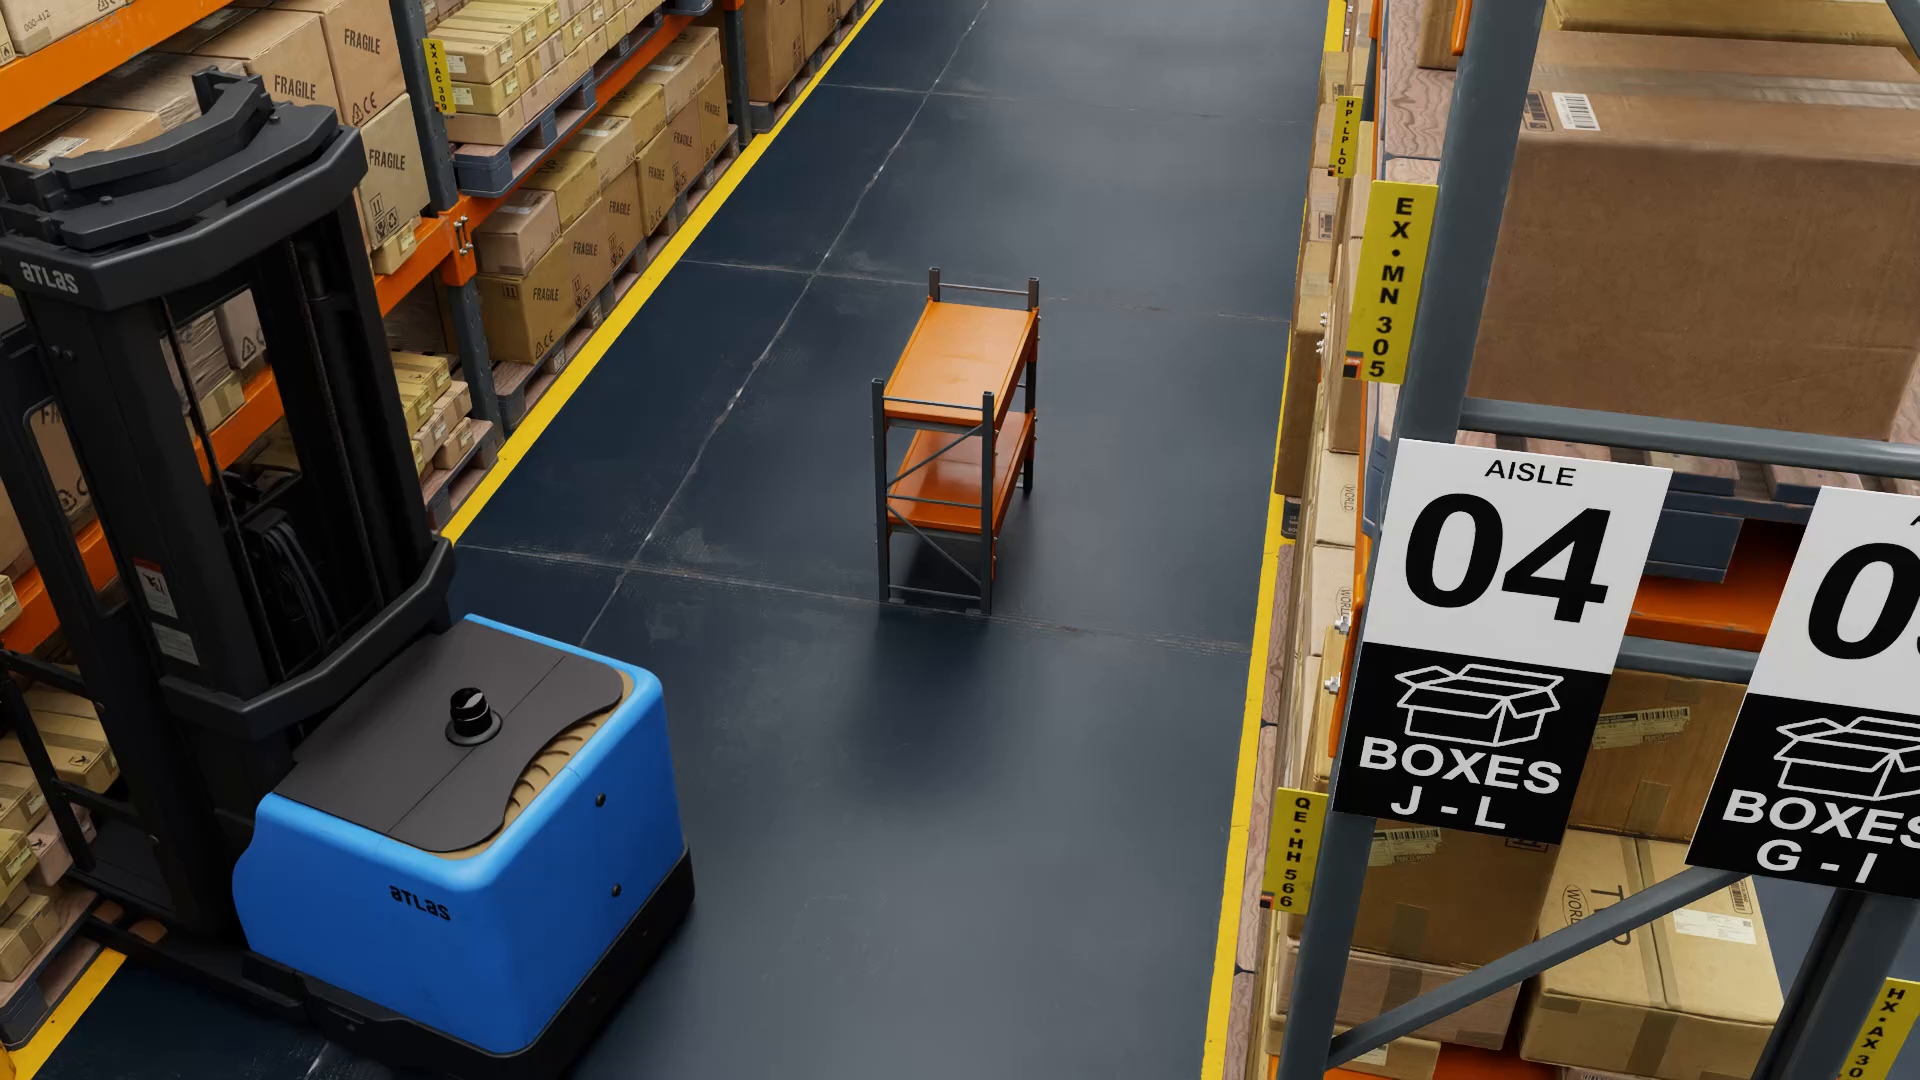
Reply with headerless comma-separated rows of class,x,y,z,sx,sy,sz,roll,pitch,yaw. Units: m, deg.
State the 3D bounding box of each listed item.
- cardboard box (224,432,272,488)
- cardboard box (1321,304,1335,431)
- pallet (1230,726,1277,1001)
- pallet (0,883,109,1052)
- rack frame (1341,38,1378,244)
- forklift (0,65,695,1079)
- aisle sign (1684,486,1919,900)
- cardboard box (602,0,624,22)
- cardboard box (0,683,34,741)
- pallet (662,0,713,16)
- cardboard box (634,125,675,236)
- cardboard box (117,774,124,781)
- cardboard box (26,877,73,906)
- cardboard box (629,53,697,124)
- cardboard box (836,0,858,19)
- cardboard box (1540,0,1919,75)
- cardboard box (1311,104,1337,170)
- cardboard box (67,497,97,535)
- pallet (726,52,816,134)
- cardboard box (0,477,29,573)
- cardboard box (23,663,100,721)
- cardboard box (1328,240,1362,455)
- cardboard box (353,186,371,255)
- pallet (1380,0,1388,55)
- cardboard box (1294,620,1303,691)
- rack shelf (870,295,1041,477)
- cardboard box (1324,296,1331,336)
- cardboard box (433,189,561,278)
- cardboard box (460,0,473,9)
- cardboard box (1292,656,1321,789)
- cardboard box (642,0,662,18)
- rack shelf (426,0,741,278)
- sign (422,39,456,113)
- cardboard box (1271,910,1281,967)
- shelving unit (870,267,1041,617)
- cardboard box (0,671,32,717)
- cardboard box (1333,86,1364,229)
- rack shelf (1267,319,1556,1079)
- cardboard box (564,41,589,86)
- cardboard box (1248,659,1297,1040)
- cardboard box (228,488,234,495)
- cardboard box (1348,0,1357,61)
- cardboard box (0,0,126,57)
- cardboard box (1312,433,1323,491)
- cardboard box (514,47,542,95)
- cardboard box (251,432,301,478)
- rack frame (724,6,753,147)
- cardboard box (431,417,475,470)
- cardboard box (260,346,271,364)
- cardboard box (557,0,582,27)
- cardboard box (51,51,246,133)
cardboard box,-3.235,-0.364,7.261,0.380,0.149,0.250,6,36,9
cardboard box,1.554,-0.592,5.886,0.500,0.250,0.500,7,37,10
pallet,1.524,1.203,5.910,1.003,0.211,1.213,7,37,10
pallet,-3.433,1.184,5.937,1.003,0.211,1.213,7,37,10
rack frame,2.021,-1.054,6.648,1.000,3.000,0.127,7,37,10
forklift,-2.500,0.010,5.239,3.031,2.935,1.130,15,39,20
aisle sign,1.445,0.266,2.612,0.394,0.787,0.004,7,37,10
cardboard box,-1.994,-2.843,8.720,0.380,0.149,0.250,7,36,9
cardboard box,-3.556,0.646,6.121,0.380,0.149,0.250,7,37,9
pallet,-1.996,-3.527,10.224,1.213,0.211,1.003,7,37,10
cardboard box,-2.045,-2.172,9.963,0.500,0.500,0.500,6,36,8
cardboard box,-3.054,0.721,6.018,0.380,0.149,0.250,8,37,11
cardboard box,-3.257,1.124,5.715,0.380,0.149,0.250,7,37,10
cardboard box,-1.935,-2.772,10.152,0.500,0.250,0.500,8,37,11
cardboard box,-1.348,-4.659,13.182,1.050,0.750,0.750,7,37,10
cardboard box,1.464,-0.838,3.266,0.700,0.500,0.500,6,36,8
cardboard box,2.510,-1.754,9.066,1.225,0.875,0.875,7,37,10
cardboard box,-3.141,-0.100,5.546,0.380,0.149,0.250,7,37,10
pallet,-1.706,-3.340,12.179,1.003,0.211,1.213,7,37,10
cardboard box,-3.202,-0.134,5.040,0.500,0.500,0.500,7,37,10
cardboard box,-3.121,0.591,5.943,0.380,0.149,0.250,6,36,8
cardboard box,1.450,-0.594,5.249,0.500,0.500,0.500,6,36,8
cardboard box,-2.742,-1.284,6.627,0.500,0.500,0.500,6,36,9
pallet,1.836,-1.765,5.148,1.003,0.211,1.213,7,37,10
cardboard box,1.193,0.361,4.910,0.380,0.149,0.250,7,37,10
rack shelf,-0.001,-0.689,7.243,0.538,0.278,1.000,7,37,10
cardboard box,1.633,-0.824,6.545,0.380,0.149,0.250,7,37,10
cardboard box,-2.387,-1.585,8.515,0.500,0.250,0.500,6,36,8
cardboard box,-2.689,-2.774,8.625,0.380,0.149,0.250,6,36,8
cardboard box,1.120,0.578,4.271,0.500,0.250,0.500,7,36,9
cardboard box,-1.884,-3.020,9.217,0.380,0.149,0.250,8,37,11
rack shelf,-2.376,-2.589,9.379,1.077,0.370,4.000,7,37,10
sign,-2.271,-2.020,7.244,0.100,0.325,0.005,7,37,10
cardboard box,0.975,0.947,4.102,0.380,0.149,0.250,8,37,10
shelving unit,-0.001,-0.452,7.415,0.538,1.125,1.048,7,37,10
cardboard box,-3.633,0.526,6.032,0.380,0.149,0.250,6,36,8
cardboard box,1.967,-1.679,7.426,0.500,0.500,0.500,8,37,11
rack shelf,1.594,0.384,5.277,1.077,0.370,4.000,7,37,10
cardboard box,-2.104,-2.416,8.384,0.380,0.149,0.250,8,37,10
cardboard box,1.420,1.031,5.224,0.875,0.875,0.875,7,37,10
cardboard box,-3.236,-0.247,7.353,0.380,0.149,0.250,6,36,8
cardboard box,2.398,-2.847,9.037,0.500,0.500,0.500,6,36,9
cardboard box,-2.977,-1.712,5.128,0.500,0.250,0.500,7,37,10
cardboard box,1.412,-0.225,5.718,0.380,0.149,0.250,7,36,9
cardboard box,-2.216,-2.239,7.886,0.380,0.149,0.250,7,36,9
cardboard box,-2.818,-0.319,7.199,0.380,0.149,0.250,8,37,11
rack frame,-1.948,-4.027,10.750,1.000,3.000,0.127,7,37,10
cardboard box,-2.554,-0.482,7.930,0.380,0.149,0.250,8,37,11
cardboard box,-2.807,-0.827,6.550,0.380,0.149,0.250,6,36,8
cardboard box,-2.103,-2.661,8.215,0.380,0.149,0.250,7,36,9
cardboard box,-2.867,-1.407,5.945,0.500,0.500,0.500,8,37,11
